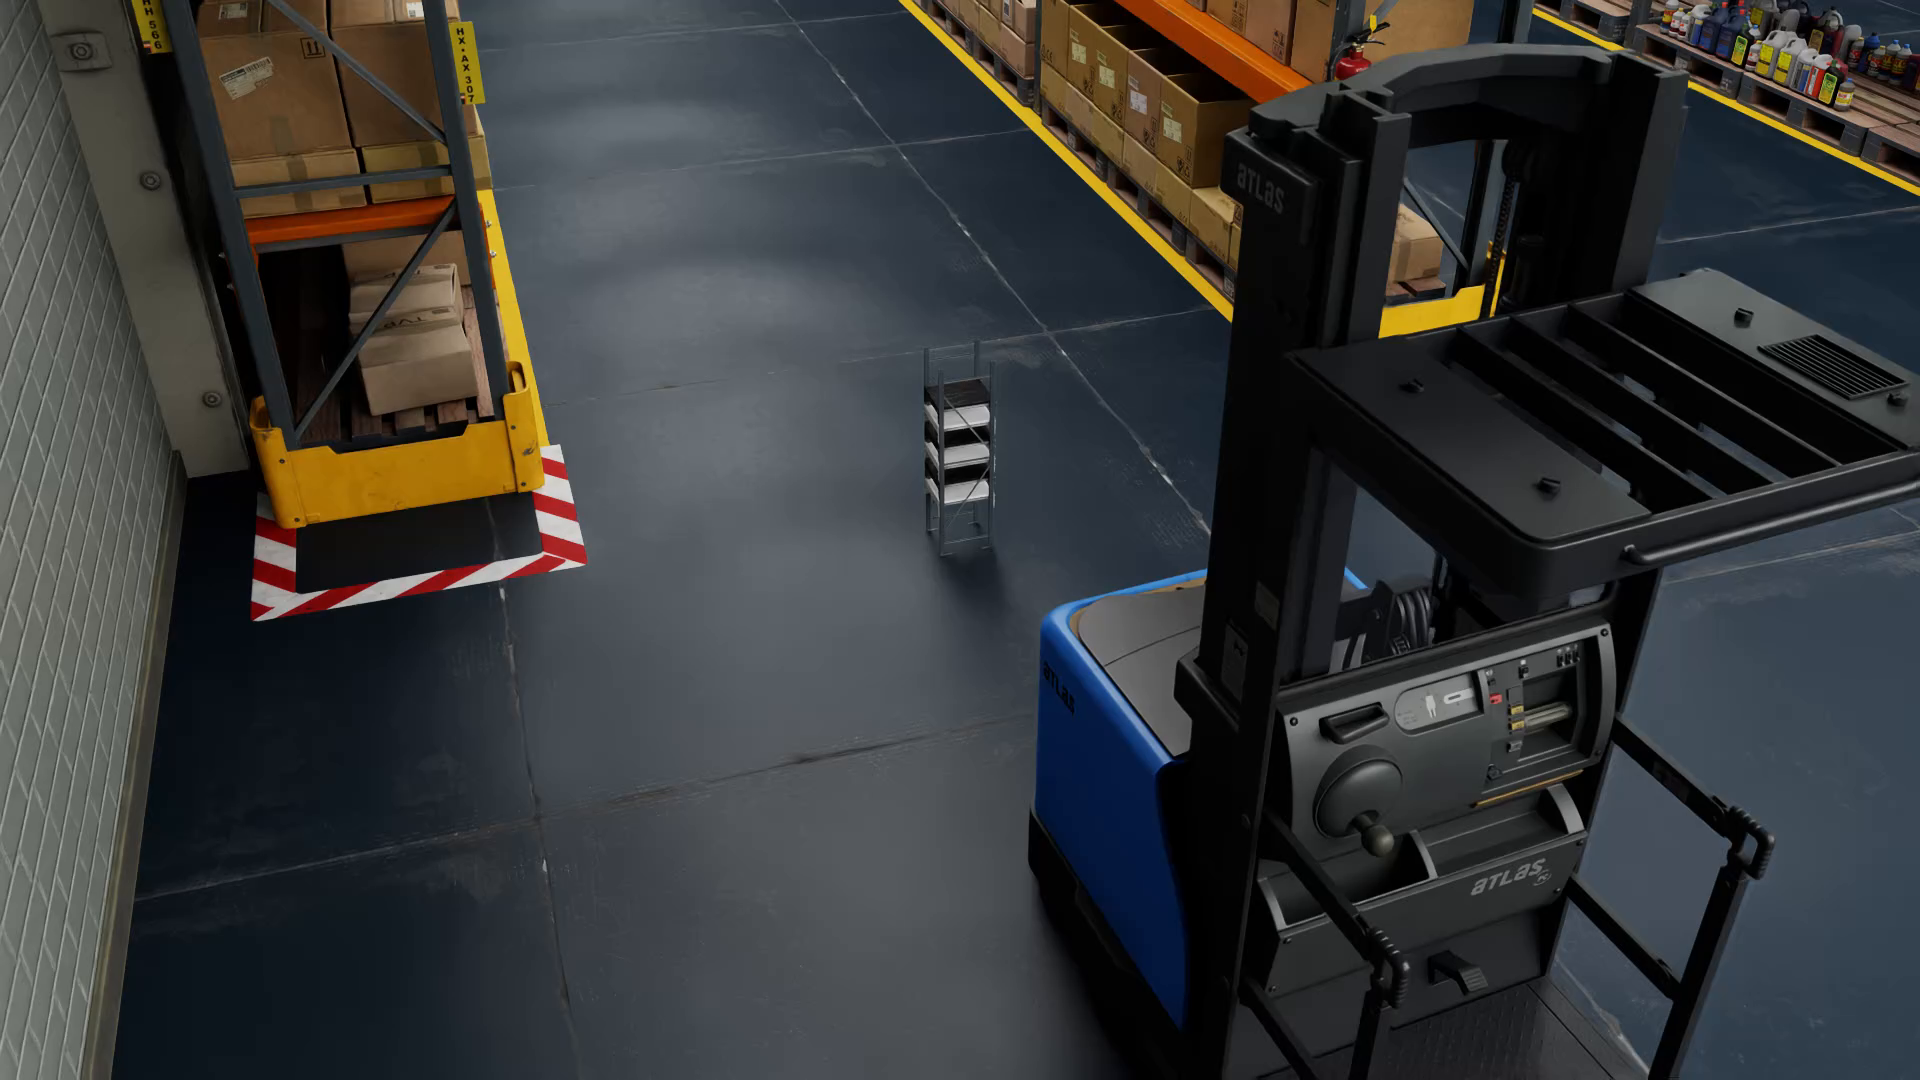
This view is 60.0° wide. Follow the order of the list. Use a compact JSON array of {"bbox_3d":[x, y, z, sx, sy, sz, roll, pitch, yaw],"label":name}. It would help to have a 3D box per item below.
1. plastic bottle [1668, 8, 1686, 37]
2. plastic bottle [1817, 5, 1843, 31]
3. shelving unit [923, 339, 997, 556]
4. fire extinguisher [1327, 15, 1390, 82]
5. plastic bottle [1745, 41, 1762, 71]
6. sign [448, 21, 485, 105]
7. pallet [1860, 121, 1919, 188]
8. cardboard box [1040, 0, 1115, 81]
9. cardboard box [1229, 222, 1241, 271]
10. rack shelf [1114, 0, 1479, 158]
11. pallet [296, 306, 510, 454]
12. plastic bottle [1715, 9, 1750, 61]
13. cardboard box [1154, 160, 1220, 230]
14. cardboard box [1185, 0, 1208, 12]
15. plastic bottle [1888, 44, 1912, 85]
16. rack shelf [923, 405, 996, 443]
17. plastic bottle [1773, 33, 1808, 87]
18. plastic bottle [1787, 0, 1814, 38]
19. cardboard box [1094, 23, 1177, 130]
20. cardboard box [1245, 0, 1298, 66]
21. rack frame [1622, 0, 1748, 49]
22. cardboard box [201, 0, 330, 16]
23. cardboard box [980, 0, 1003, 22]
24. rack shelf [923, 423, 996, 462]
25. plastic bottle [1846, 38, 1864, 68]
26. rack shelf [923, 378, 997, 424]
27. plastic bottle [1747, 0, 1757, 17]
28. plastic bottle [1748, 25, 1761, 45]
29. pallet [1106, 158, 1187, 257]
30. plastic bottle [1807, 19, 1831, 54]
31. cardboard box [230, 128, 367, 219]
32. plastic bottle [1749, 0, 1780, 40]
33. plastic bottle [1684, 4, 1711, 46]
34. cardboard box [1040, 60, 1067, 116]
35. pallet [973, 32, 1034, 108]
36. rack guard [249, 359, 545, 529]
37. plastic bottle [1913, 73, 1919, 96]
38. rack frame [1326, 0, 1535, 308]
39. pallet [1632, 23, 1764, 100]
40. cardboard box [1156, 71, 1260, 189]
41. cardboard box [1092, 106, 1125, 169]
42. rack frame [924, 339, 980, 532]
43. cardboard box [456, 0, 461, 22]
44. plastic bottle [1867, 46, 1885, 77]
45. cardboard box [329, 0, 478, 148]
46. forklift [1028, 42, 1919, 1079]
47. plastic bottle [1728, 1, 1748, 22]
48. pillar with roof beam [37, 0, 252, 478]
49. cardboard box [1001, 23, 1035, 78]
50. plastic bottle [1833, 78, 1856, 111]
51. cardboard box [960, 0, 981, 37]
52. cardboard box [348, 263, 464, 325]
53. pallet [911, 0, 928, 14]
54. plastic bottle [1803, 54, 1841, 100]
[{"bbox_3d":[5.446,-3.928,12.612,0.097,0.201,0.097,0,33,0],"label":"plastic bottle"},{"bbox_3d":[6.363,-3.724,12.169,0.144,0.351,0.185,-10,35,-15],"label":"plastic bottle"},{"bbox_3d":[-0.002,-0.380,7.008,0.258,0.900,0.210,-10,35,-15],"label":"shelving unit"},{"bbox_3d":[1.831,-2.103,7.781,0.296,0.674,0.183,-10,35,-15],"label":"fire extinguisher"},{"bbox_3d":[5.708,-3.477,11.930,0.097,0.201,0.097,0,33,0],"label":"plastic bottle"},{"bbox_3d":[-1.963,-1.892,6.608,0.100,0.325,0.005,-10,35,-15],"label":"sign"},{"bbox_3d":[6.645,-2.402,10.694,1.003,0.211,1.213,-10,35,-15],"label":"pallet"},{"bbox_3d":[0.860,-3.420,11.138,0.500,0.500,0.500,-10,35,-15],"label":"cardboard box"},{"bbox_3d":[1.792,-1.535,8.965,0.500,0.250,0.500,-10,35,-15],"label":"cardboard box"},{"bbox_3d":[1.627,-3.025,9.759,1.077,0.370,4.000,-10,35,-15],"label":"rack shelf"},{"bbox_3d":[-2.717,-0.749,8.192,1.003,0.211,1.213,-10,35,-15],"label":"pallet"},{"bbox_3d":[5.644,-3.692,12.120,0.144,0.351,0.185,-11,35,-17],"label":"plastic bottle"},{"bbox_3d":[1.474,-2.058,9.756,0.500,0.250,0.500,-10,35,-15],"label":"cardboard box"},{"bbox_3d":[1.632,-3.376,9.548,0.700,0.500,0.500,-9,35,-13],"label":"cardboard box"},{"bbox_3d":[6.595,-3.335,11.653,0.097,0.271,0.097,0,33,0],"label":"plastic bottle"},{"bbox_3d":[-0.002,-0.502,6.928,0.258,0.077,0.200,-10,35,-15],"label":"rack shelf"},{"bbox_3d":[5.831,-3.371,11.634,0.144,0.351,0.185,-9,34,-13],"label":"plastic bottle"},{"bbox_3d":[6.265,-3.894,12.426,0.144,0.351,0.185,-12,35,-17],"label":"plastic bottle"},{"bbox_3d":[1.166,-2.895,10.343,0.500,0.500,0.500,-10,35,-15],"label":"cardboard box"},{"bbox_3d":[1.942,-2.839,8.735,0.700,0.500,0.500,-9,35,-13],"label":"cardboard box"},{"bbox_3d":[5.735,-5.206,12.408,1.000,3.000,0.127,-10,35,-15],"label":"rack frame"},{"bbox_3d":[-2.970,-2.176,7.260,0.500,0.500,0.500,-10,35,-14],"label":"cardboard box"},{"bbox_3d":[0.456,-4.074,12.298,0.500,0.311,0.500,-9,35,-13],"label":"cardboard box"},{"bbox_3d":[-0.002,-0.427,6.977,0.258,0.077,0.200,-10,35,-15],"label":"rack shelf"},{"bbox_3d":[6.471,-3.519,11.993,0.097,0.201,0.097,0,33,0],"label":"plastic bottle"},{"bbox_3d":[-0.002,-0.577,6.878,0.258,0.077,0.200,-10,35,-15],"label":"rack shelf"},{"bbox_3d":[6.143,-4.084,12.849,0.097,0.201,0.097,0,33,0],"label":"plastic bottle"},{"bbox_3d":[5.725,-3.588,12.034,0.097,0.271,0.097,0,33,0],"label":"plastic bottle"},{"bbox_3d":[1.596,-2.145,10.305,1.003,0.211,1.213,-10,35,-15],"label":"pallet"},{"bbox_3d":[6.274,-3.666,12.141,0.061,0.283,0.133,-10,35,-15],"label":"plastic bottle"},{"bbox_3d":[-2.806,-1.599,7.066,0.500,0.250,0.500,-10,35,-14],"label":"cardboard box"},{"bbox_3d":[6.069,-3.971,12.542,0.144,0.351,0.185,-10,35,-15],"label":"plastic bottle"},{"bbox_3d":[5.540,-3.847,12.423,0.152,0.276,0.135,-9,34,-13],"label":"plastic bottle"},{"bbox_3d":[0.870,-3.109,11.347,0.500,0.250,0.500,-10,35,-15],"label":"cardboard box"},{"bbox_3d":[0.755,-3.592,12.494,1.003,0.211,1.213,-10,35,-15],"label":"pallet"},{"bbox_3d":[-2.502,-0.437,7.458,1.175,0.500,0.348,-10,35,-15],"label":"rack guard"},{"bbox_3d":[6.668,-3.181,11.482,0.097,0.201,0.097,0,33,0],"label":"plastic bottle"},{"bbox_3d":[2.237,-2.275,7.972,1.000,3.000,0.127,-10,35,-15],"label":"rack frame"},{"bbox_3d":[5.901,-3.683,12.632,1.003,0.211,1.213,-10,35,-15],"label":"pallet"},{"bbox_3d":[1.471,-2.370,9.549,0.500,0.500,0.500,-10,35,-15],"label":"cardboard box"},{"bbox_3d":[1.165,-2.582,10.550,0.500,0.250,0.500,-10,35,-15],"label":"cardboard box"},{"bbox_3d":[-0.033,-0.433,7.089,0.240,0.900,0.006,-10,35,-15],"label":"rack frame"},{"bbox_3d":[-2.632,-2.533,7.801,0.500,0.500,0.500,-11,35,-16],"label":"cardboard box"},{"bbox_3d":[6.534,-3.411,11.830,0.097,0.201,0.097,0,33,0],"label":"plastic bottle"},{"bbox_3d":[-2.339,-2.000,6.993,0.500,0.500,0.500,-10,35,-15],"label":"cardboard box"},{"bbox_3d":[1.257,0.527,3.794,1.130,2.935,3.031,-13,36,-19],"label":"forklift"},{"bbox_3d":[5.724,-3.815,12.306,0.144,0.351,0.185,-10,35,-15],"label":"plastic bottle"},{"bbox_3d":[0.583,-4.889,6.486,9.100,9.000,0.400,-10,35,-15],"label":"pillar with roof beam"},{"bbox_3d":[0.615,-3.572,12.048,0.500,0.250,0.500,-10,35,-15],"label":"cardboard box"},{"bbox_3d":[5.978,-3.013,11.227,0.097,0.201,0.097,0,33,0],"label":"plastic bottle"},{"bbox_3d":[0.305,-4.106,12.857,0.500,0.250,0.500,-9,35,-14],"label":"cardboard box"},{"bbox_3d":[-2.779,-1.179,8.354,0.500,0.311,0.500,-7,34,-11],"label":"cardboard box"},{"bbox_3d":[0.011,-4.873,14.433,1.003,0.211,1.213,-10,35,-15],"label":"pallet"},{"bbox_3d":[5.927,-3.181,11.414,0.152,0.276,0.135,-10,35,-14],"label":"plastic bottle"}]
